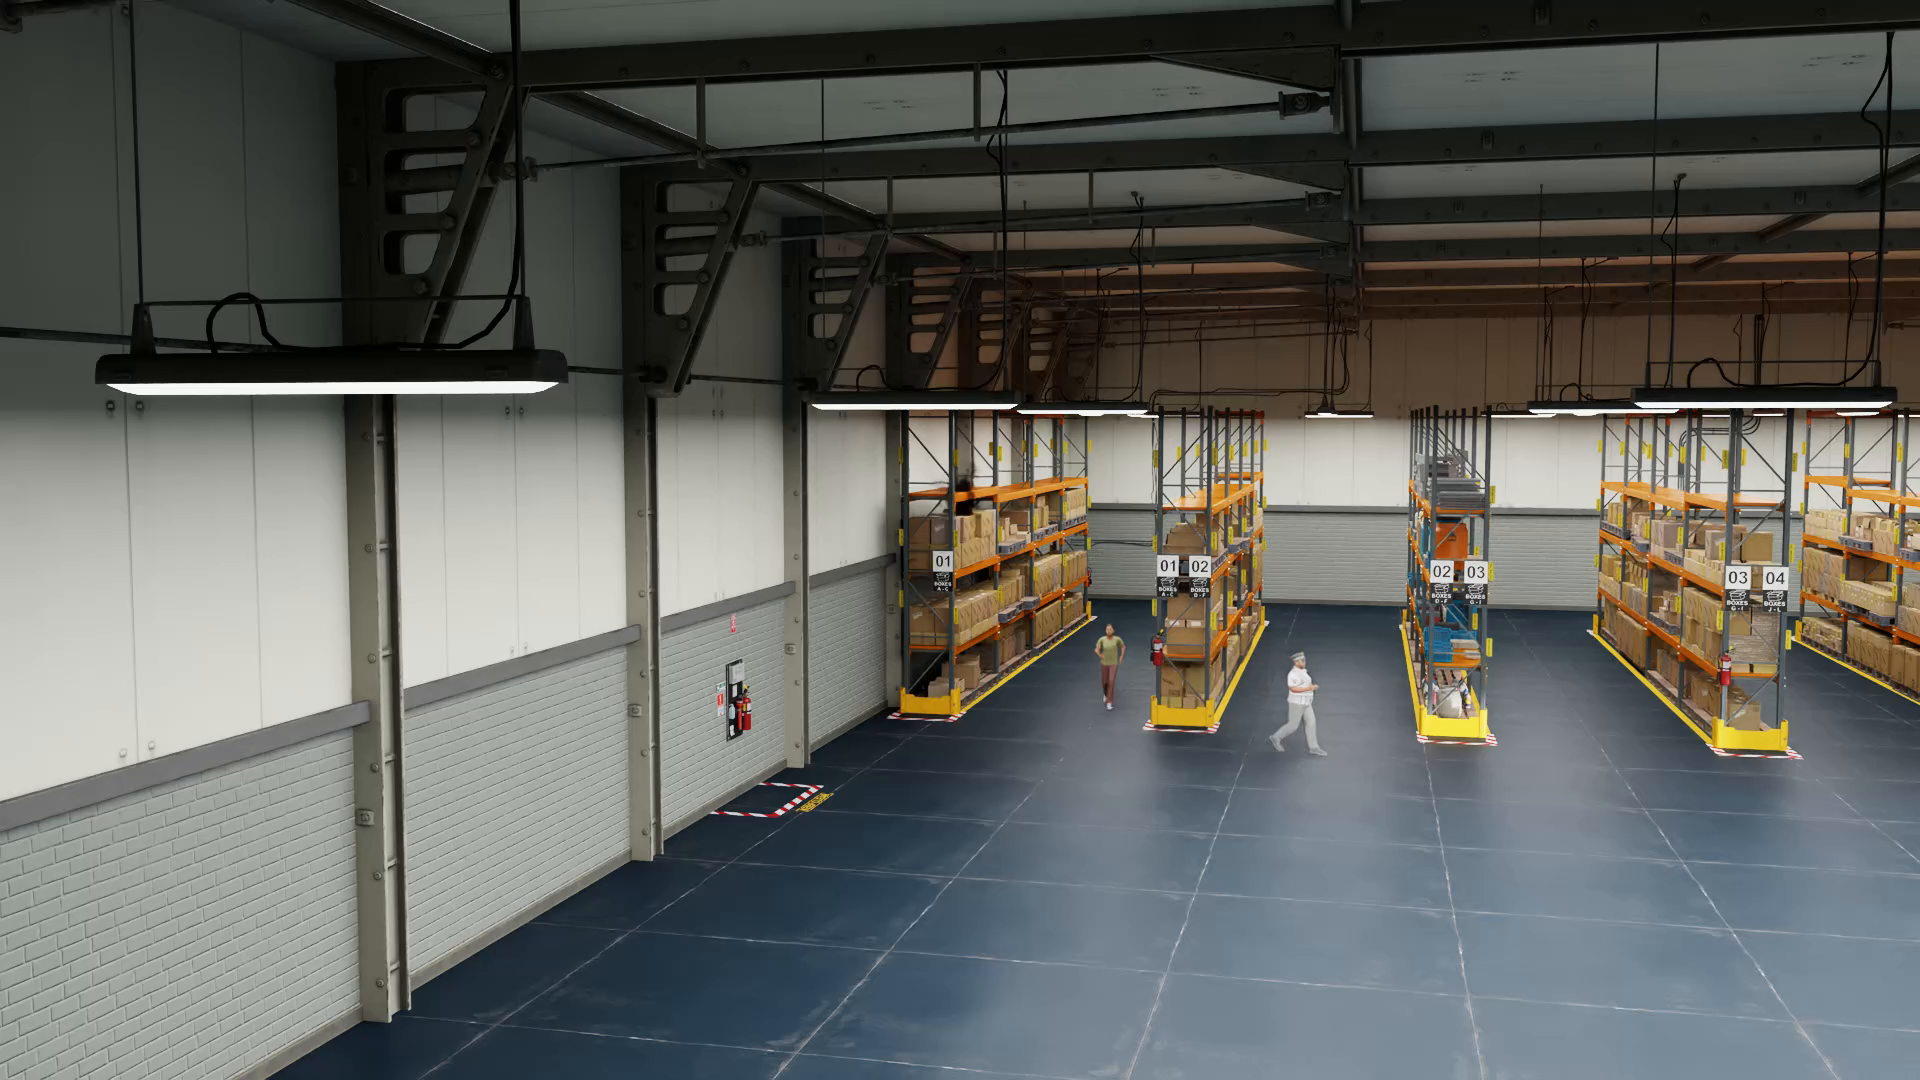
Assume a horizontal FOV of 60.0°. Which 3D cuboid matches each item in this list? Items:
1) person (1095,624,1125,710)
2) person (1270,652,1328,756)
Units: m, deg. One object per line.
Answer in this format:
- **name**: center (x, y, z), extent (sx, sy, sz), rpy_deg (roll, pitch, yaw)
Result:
- **person**: center (3.003, 2.505, 33.317), extent (0.599, 1.677, 0.817), rpy_deg (1, 4, 9)
- **person**: center (5.799, 2.776, 28.391), extent (0.991, 1.757, 0.672), rpy_deg (3, 5, 37)
